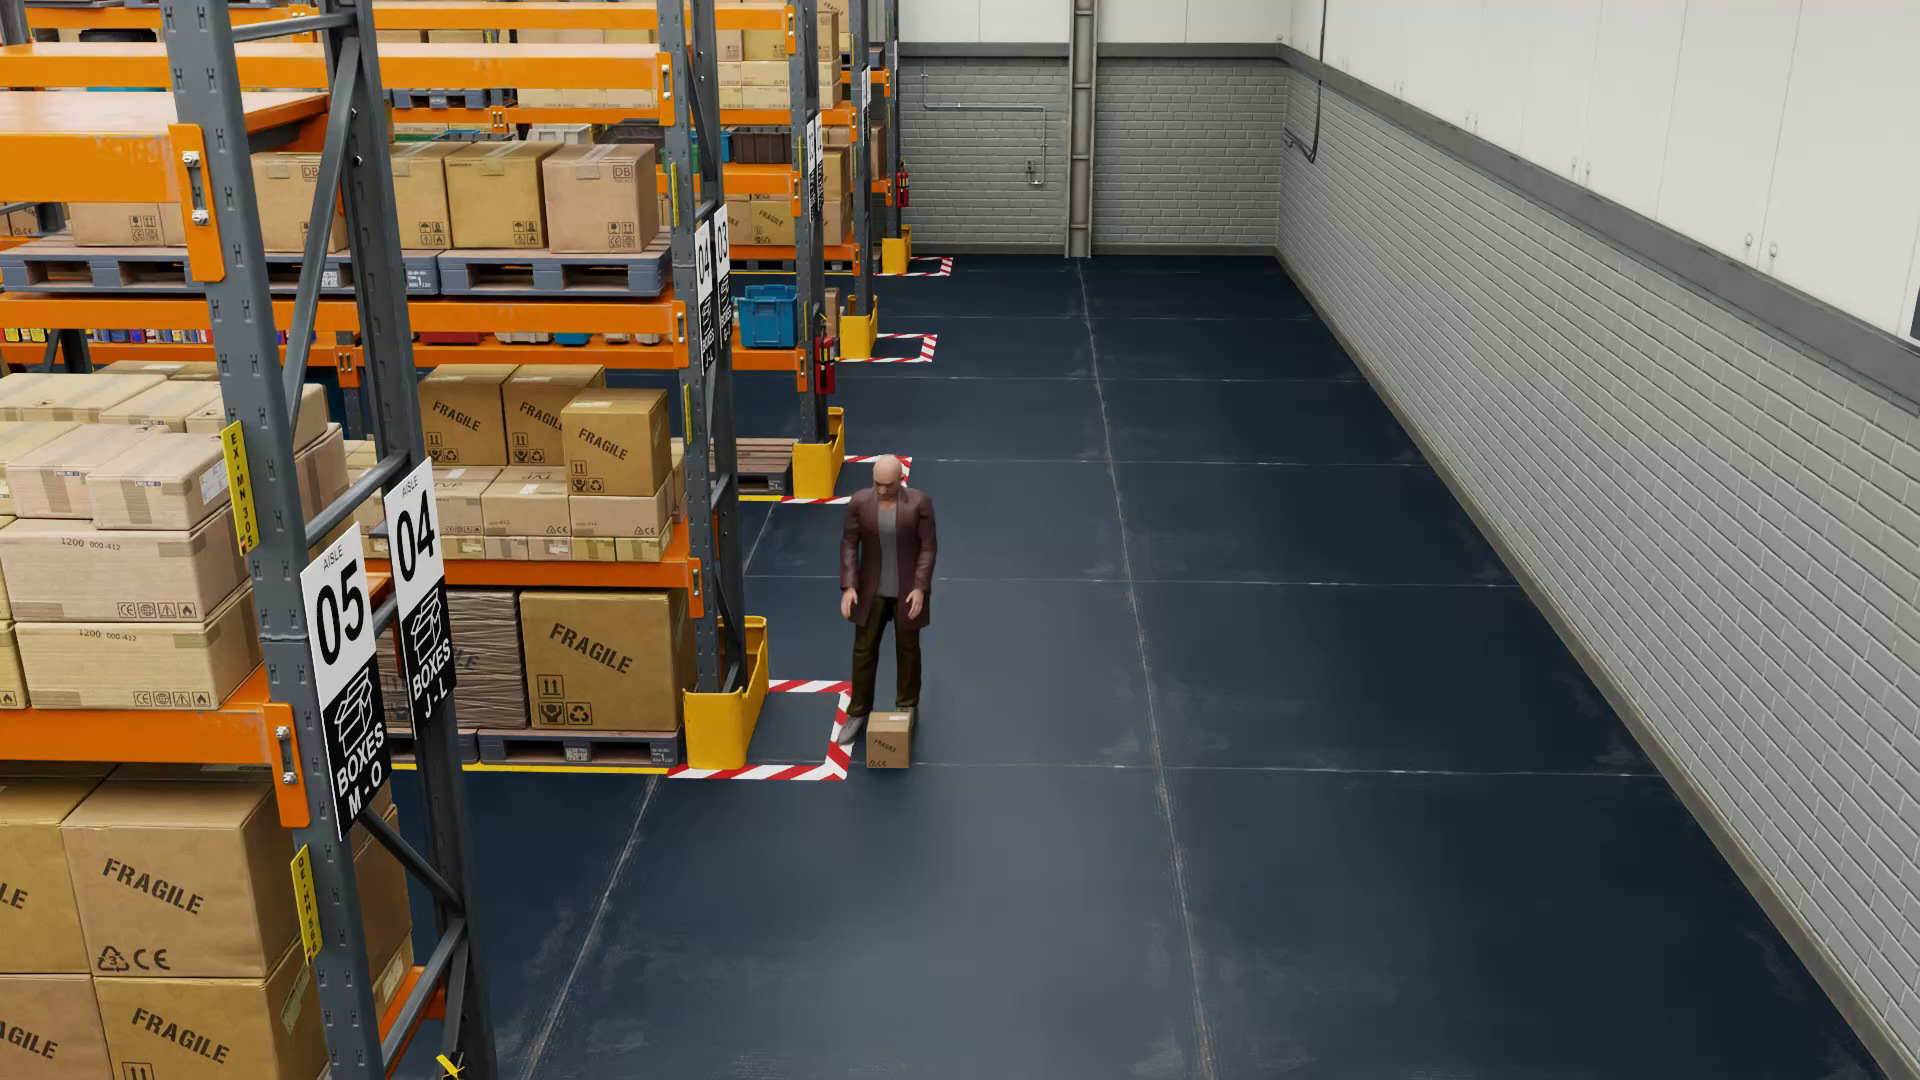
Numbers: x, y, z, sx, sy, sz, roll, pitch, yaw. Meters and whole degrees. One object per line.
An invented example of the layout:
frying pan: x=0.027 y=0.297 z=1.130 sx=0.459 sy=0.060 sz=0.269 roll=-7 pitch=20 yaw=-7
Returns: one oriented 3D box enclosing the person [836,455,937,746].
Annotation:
person: x=-0.446 y=0.344 z=10.147 sx=0.596 sy=1.784 sz=0.604 roll=2 pitch=21 yaw=6
